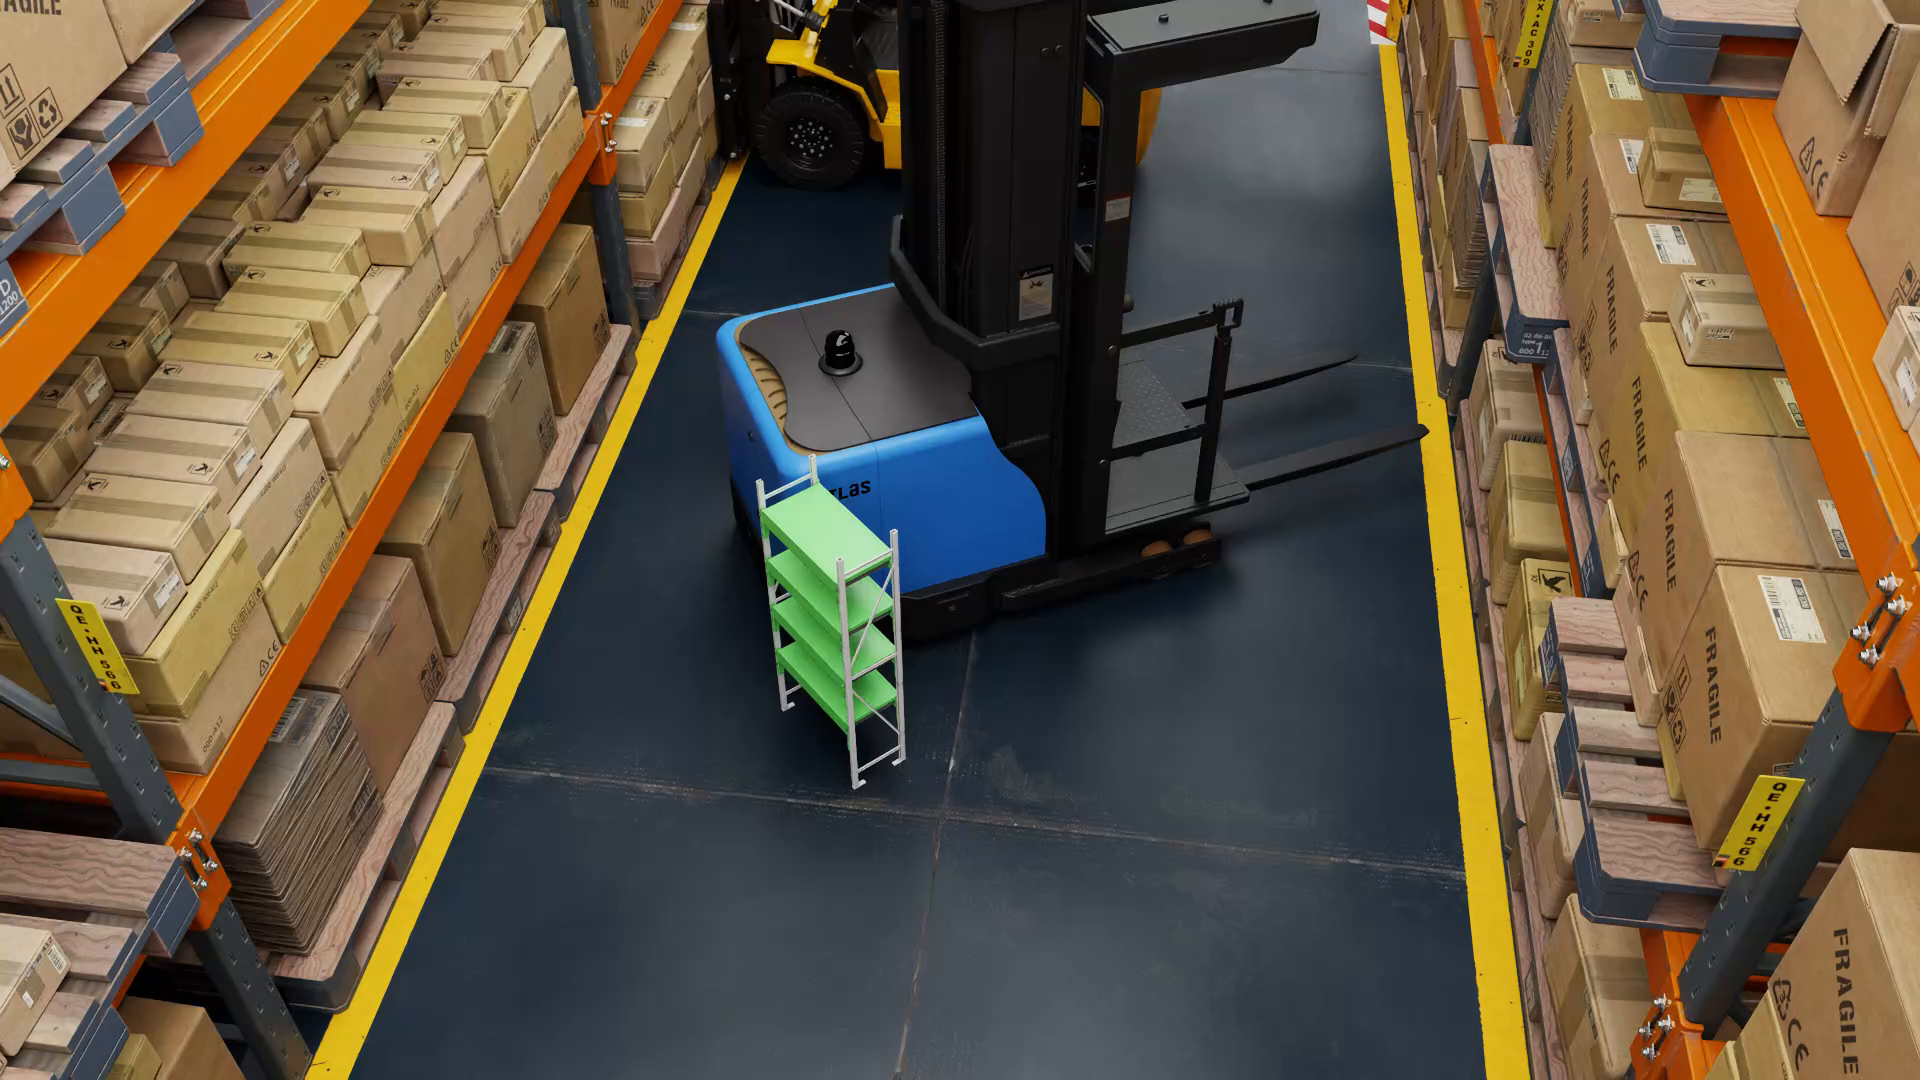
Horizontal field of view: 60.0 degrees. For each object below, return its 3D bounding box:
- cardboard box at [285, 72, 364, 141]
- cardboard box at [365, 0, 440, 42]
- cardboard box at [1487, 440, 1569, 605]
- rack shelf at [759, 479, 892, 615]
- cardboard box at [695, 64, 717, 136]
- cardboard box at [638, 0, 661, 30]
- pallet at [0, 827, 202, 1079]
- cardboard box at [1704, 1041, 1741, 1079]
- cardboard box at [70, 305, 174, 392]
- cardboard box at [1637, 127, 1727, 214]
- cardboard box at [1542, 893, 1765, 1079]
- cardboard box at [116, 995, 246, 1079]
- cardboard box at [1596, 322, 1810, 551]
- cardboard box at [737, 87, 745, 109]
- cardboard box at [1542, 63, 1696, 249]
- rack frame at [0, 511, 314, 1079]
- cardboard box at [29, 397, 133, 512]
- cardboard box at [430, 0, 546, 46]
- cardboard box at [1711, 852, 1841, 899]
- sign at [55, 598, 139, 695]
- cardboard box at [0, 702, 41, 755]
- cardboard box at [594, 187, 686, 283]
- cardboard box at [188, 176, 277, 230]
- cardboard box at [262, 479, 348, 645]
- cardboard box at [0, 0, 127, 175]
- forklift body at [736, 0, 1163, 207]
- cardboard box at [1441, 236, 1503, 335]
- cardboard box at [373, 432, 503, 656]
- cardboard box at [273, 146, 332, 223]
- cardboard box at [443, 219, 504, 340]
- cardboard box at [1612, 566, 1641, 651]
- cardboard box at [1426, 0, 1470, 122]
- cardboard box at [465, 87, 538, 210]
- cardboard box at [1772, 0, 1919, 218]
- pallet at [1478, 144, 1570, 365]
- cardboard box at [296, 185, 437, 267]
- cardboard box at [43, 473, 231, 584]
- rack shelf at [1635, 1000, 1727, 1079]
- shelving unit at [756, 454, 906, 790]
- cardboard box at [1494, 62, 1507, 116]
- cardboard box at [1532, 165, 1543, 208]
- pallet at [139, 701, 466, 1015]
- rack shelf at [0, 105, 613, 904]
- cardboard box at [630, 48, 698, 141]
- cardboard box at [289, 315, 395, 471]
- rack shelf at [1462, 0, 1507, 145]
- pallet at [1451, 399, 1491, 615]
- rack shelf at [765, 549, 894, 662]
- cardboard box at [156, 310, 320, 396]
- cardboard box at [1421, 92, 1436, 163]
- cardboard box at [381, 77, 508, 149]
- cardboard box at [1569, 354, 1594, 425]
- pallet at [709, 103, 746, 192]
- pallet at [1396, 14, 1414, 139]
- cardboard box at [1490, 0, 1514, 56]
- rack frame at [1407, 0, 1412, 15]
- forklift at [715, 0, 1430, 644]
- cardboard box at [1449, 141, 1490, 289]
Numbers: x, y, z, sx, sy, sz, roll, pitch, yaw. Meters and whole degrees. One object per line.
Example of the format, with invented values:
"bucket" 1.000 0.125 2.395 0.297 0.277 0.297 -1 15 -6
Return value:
"cardboard box" -2.495 -1.643 6.282 0.380 0.149 0.250 5 44 5
"cardboard box" -2.360 -2.168 6.835 0.380 0.149 0.250 4 44 5
"cardboard box" 2.661 -0.018 6.715 0.950 0.372 0.625 8 44 8
"rack shelf" -0.457 0.018 5.776 0.258 0.148 0.480 -28 50 -26
"cardboard box" -1.589 -2.438 8.996 0.500 0.250 0.500 5 44 5
"cardboard box" -1.731 -2.787 7.962 0.500 0.500 0.500 6 44 6
"pallet" -2.650 1.148 4.017 1.213 0.211 1.003 5 44 6
"cardboard box" 1.977 1.424 3.696 0.500 0.250 0.500 5 44 5
"cardboard box" -2.694 -0.606 5.186 0.380 0.149 0.250 5 44 5
"cardboard box" 2.365 -1.161 5.251 0.380 0.149 0.250 8 44 8
"cardboard box" 2.375 1.476 5.137 0.950 0.372 0.625 3 43 3
"cardboard box" -2.473 1.673 4.836 0.500 0.500 0.500 6 44 7
"cardboard box" 2.198 -0.270 4.782 0.500 0.500 0.500 3 43 3
"cardboard box" -1.518 -2.613 9.544 0.500 0.250 0.500 7 44 7
"cardboard box" 2.408 -1.329 5.900 0.500 0.500 0.500 5 44 6
"rack frame" -2.630 0.610 4.446 1.000 3.000 0.127 5 44 6
"cardboard box" -2.780 -0.197 5.044 0.500 0.250 0.500 6 44 6
"cardboard box" -1.926 -2.135 6.801 0.380 0.149 0.250 7 44 7
"cardboard box" 2.101 0.753 4.173 0.380 0.149 0.250 7 44 7
"sign" -2.091 0.261 4.030 0.100 0.325 0.005 5 44 6
"cardboard box" -2.824 0.335 4.846 0.500 0.250 0.500 4 44 5
"cardboard box" -1.709 -1.569 8.442 0.500 0.250 0.500 6 44 6
"cardboard box" -2.608 -1.133 5.742 0.380 0.149 0.250 6 44 6
"cardboard box" -2.258 0.042 5.155 0.500 0.250 0.500 4 44 5
"cardboard box" -2.293 -1.176 3.700 0.500 0.500 0.500 6 44 6
"forklift body" -0.015 -3.076 8.956 2.313 2.155 1.214 5 44 6
"cardboard box" 2.631 -1.249 8.104 0.500 0.250 0.500 7 44 7
"cardboard box" -2.366 -0.009 6.521 0.875 0.625 0.625 4 44 4
"cardboard box" -2.578 -1.230 6.135 0.500 0.250 0.500 4 44 5
"cardboard box" -2.065 -1.015 6.272 0.500 0.250 0.500 5 44 6
"cardboard box" 2.095 0.217 4.739 0.380 0.149 0.250 3 44 4
"cardboard box" 2.826 -2.581 8.965 0.500 0.500 0.500 6 44 6
"cardboard box" -1.973 -1.534 6.456 0.500 0.250 0.500 4 44 4
"cardboard box" 2.464 -1.110 4.006 0.797 0.503 0.637 5 44 6
"pallet" 2.574 -1.090 6.381 1.003 0.211 1.213 5 44 6
"cardboard box" -2.024 -1.073 5.680 0.380 0.149 0.250 4 44 4
"cardboard box" -2.262 -0.034 4.582 0.380 0.149 0.250 6 44 6
"rack shelf" 2.026 2.683 2.780 1.077 0.370 4.000 5 44 6
"shelving unit" -0.457 0.320 6.062 0.258 1.200 0.503 -28 50 -26
"cardboard box" 2.586 -1.993 7.378 0.380 0.149 0.250 6 44 6
"cardboard box" 2.433 -1.380 6.426 0.380 0.149 0.250 6 44 6
"pallet" -2.482 1.065 5.994 1.003 0.211 1.213 5 44 6
"rack shelf" -2.365 -0.492 6.133 1.077 0.370 4.000 5 44 6
"cardboard box" -1.648 -2.282 8.467 0.500 0.250 0.500 5 44 6
"cardboard box" -2.175 -0.493 5.357 0.500 0.250 0.500 4 44 4
"rack shelf" 3.084 -2.769 8.538 1.077 0.370 4.000 5 44 6
"pallet" 2.718 -0.124 7.249 1.003 0.211 1.213 5 44 6
"rack shelf" -0.457 0.192 5.941 0.258 0.148 0.480 -28 50 -26
"cardboard box" -2.228 -0.565 5.143 0.380 0.149 0.250 6 44 6
"cardboard box" 2.833 -2.302 9.217 0.500 0.250 0.500 8 44 8
"cardboard box" -1.930 -1.604 6.240 0.380 0.149 0.250 4 44 4
"cardboard box" 2.233 -0.495 5.490 0.380 0.149 0.250 7 44 7
"pallet" -1.796 -2.475 9.733 1.003 0.211 1.213 5 44 6
"pallet" 3.196 -2.778 10.053 1.003 0.211 1.213 5 44 6
"cardboard box" 2.693 -2.488 7.429 0.500 0.500 0.500 7 44 7
"rack frame" 3.348 -4.393 9.730 1.000 3.000 0.127 5 44 6
"forklift" 0.580 -1.221 6.430 3.031 2.935 1.130 -15 45 -15
"cardboard box" 2.632 -1.521 7.846 0.500 0.500 0.500 5 44 5
